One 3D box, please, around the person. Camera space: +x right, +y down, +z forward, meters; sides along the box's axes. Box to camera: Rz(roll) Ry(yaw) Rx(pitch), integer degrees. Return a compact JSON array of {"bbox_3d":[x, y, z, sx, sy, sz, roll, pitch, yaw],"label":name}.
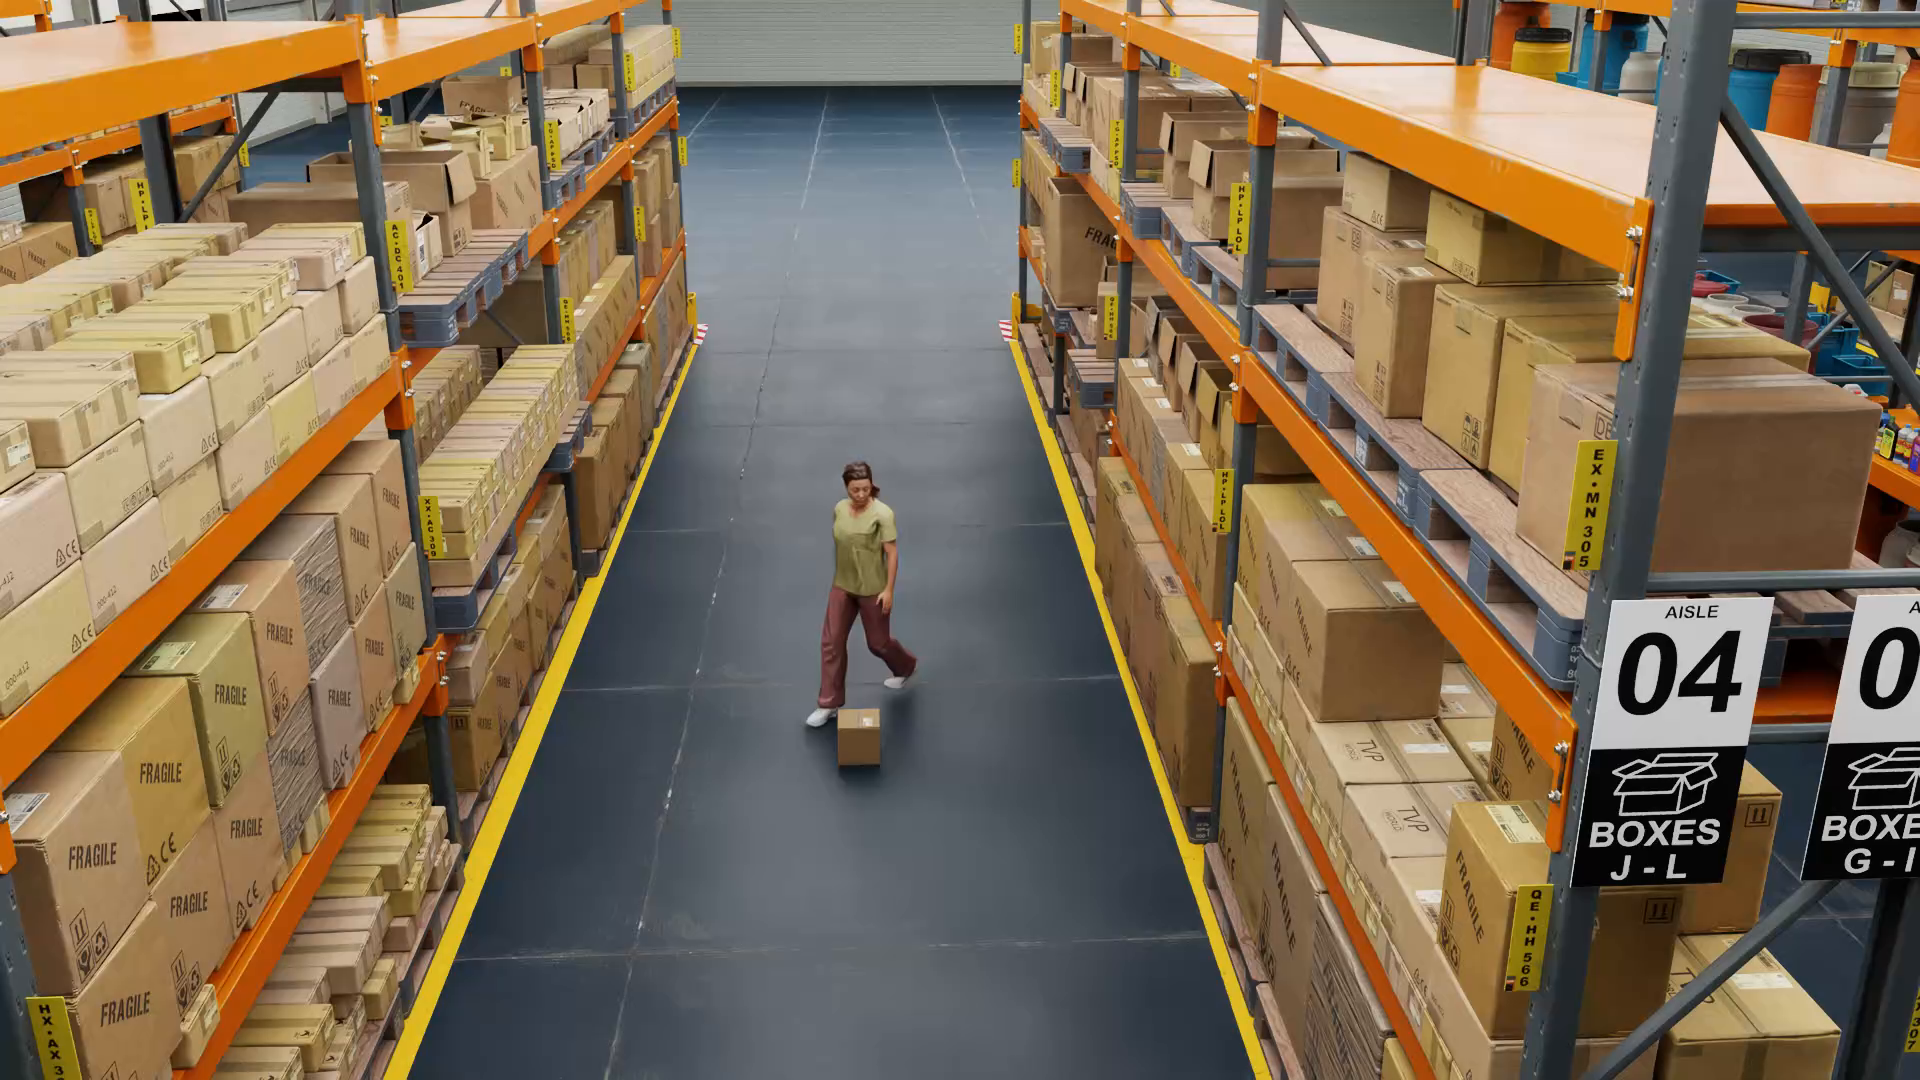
[{"bbox_3d":[-0.609,0.289,10.303,0.474,1.650,0.856,11,23,27],"label":"person"}]
